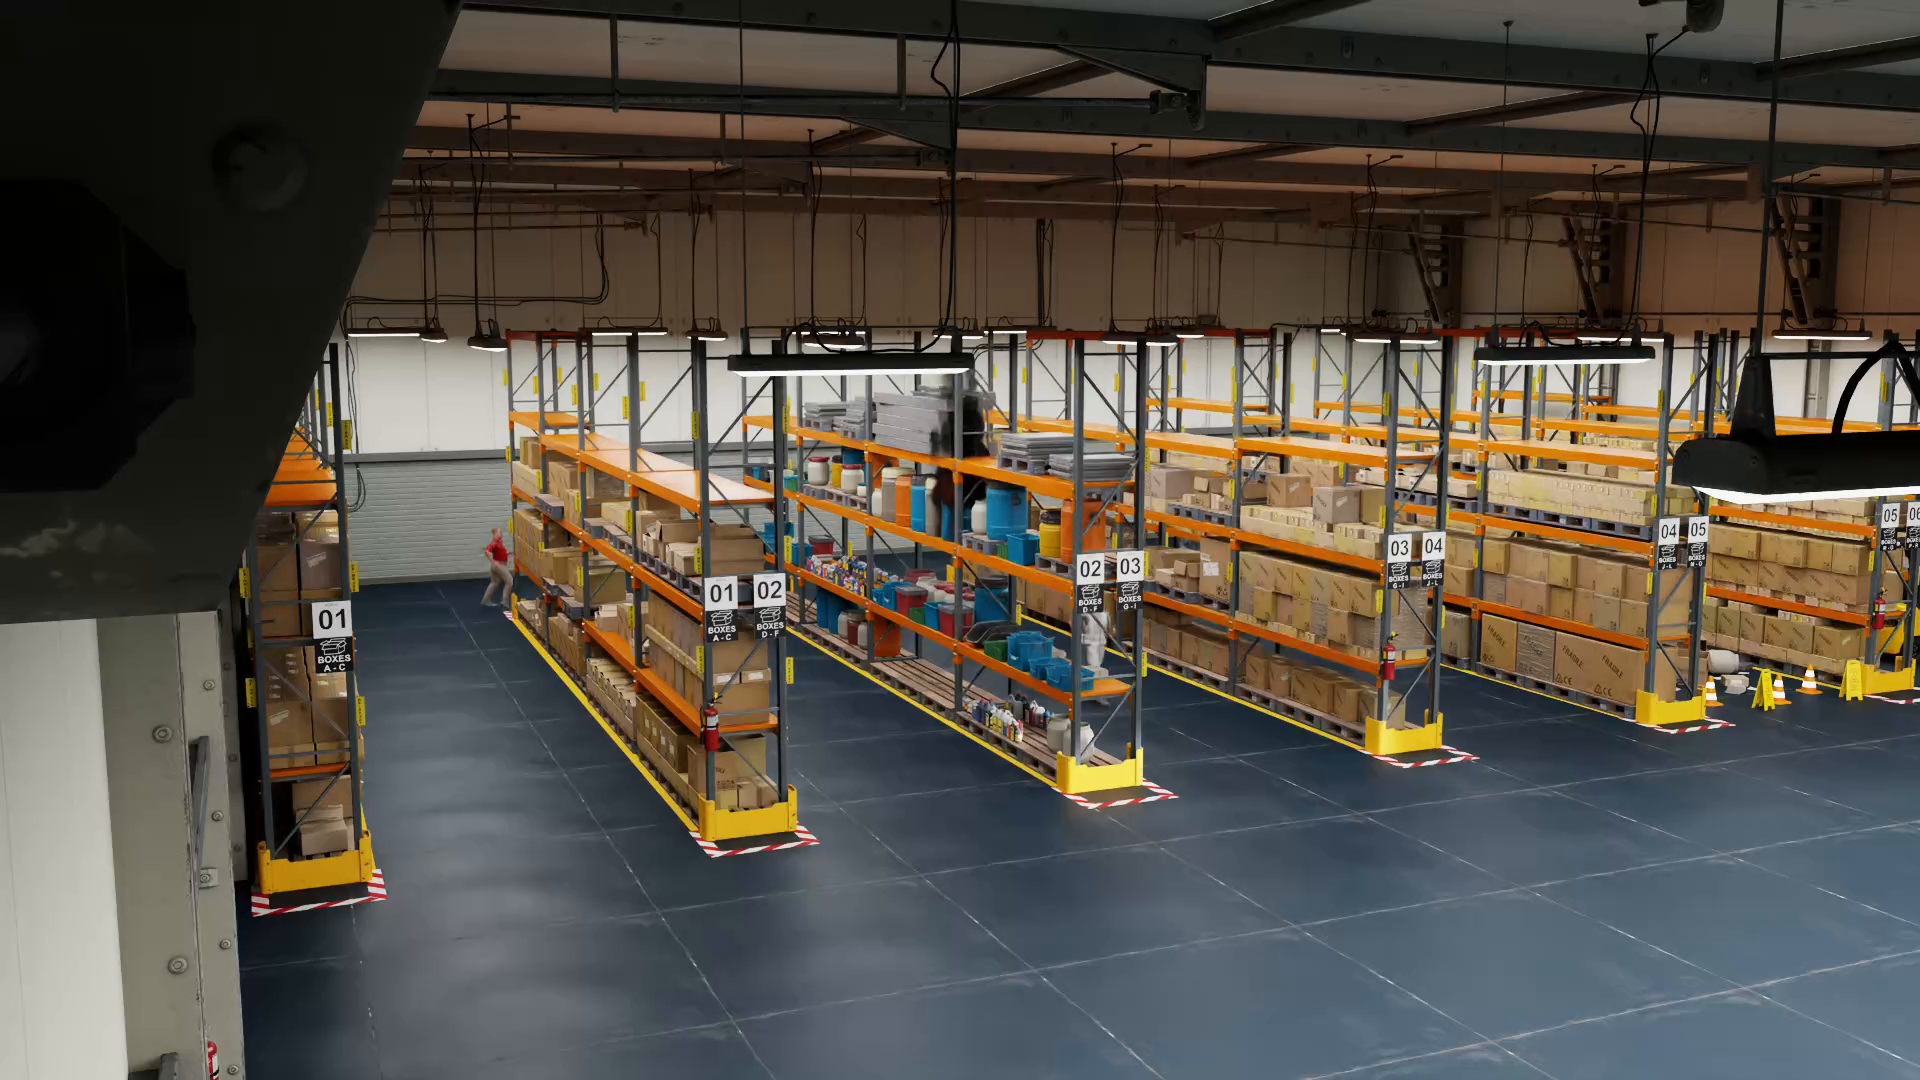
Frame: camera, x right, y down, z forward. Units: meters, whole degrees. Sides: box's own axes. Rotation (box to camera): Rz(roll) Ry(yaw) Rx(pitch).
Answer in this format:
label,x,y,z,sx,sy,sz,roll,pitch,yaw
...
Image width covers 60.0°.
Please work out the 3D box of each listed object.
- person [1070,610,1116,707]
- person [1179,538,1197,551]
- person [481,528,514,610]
label,x,y,z,sx,sy,sz,roll,pitch,yaw
person,2.198,1.738,27.181,0.643,1.805,0.983,-5,9,-32
person,5.728,-0.172,41.510,0.604,1.782,0.697,3,8,19
person,-9.891,0.641,35.688,0.763,1.800,0.631,-3,8,-21
